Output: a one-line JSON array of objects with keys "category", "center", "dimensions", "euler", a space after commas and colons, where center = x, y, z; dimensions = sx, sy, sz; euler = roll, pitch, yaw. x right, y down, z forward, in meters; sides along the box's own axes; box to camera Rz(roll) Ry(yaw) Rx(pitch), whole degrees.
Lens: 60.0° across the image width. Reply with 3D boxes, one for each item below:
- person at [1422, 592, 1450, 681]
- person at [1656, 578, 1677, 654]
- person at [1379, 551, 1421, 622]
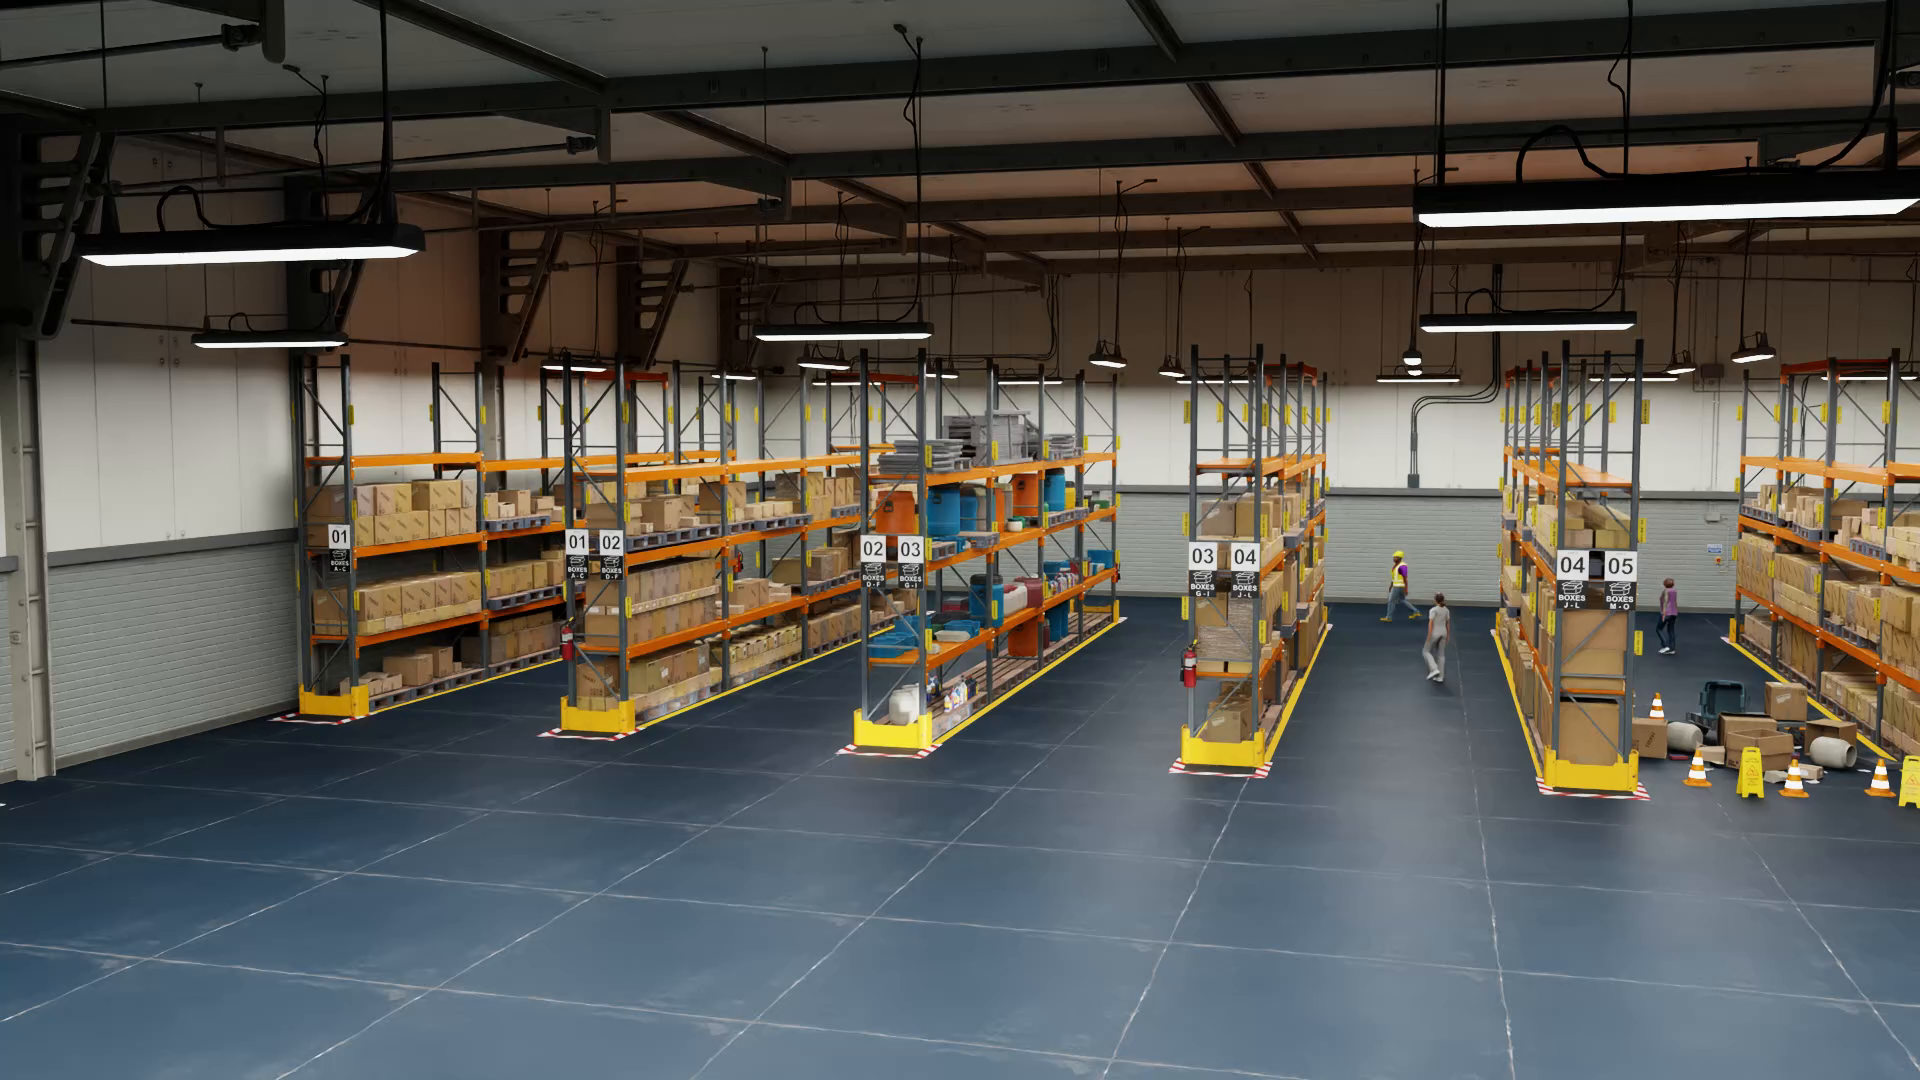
[{"category": "person", "center": [8.996, 1.823, 31.278], "dimensions": [0.495, 1.670, 0.455], "euler": [-1, 5, -18]}, {"category": "person", "center": [14.878, 1.594, 34.909], "dimensions": [0.445, 1.611, 0.373], "euler": [-2, 5, -29]}, {"category": "person", "center": [10.643, 1.122, 40.183], "dimensions": [0.989, 1.734, 0.541], "euler": [1, 4, 9]}]
